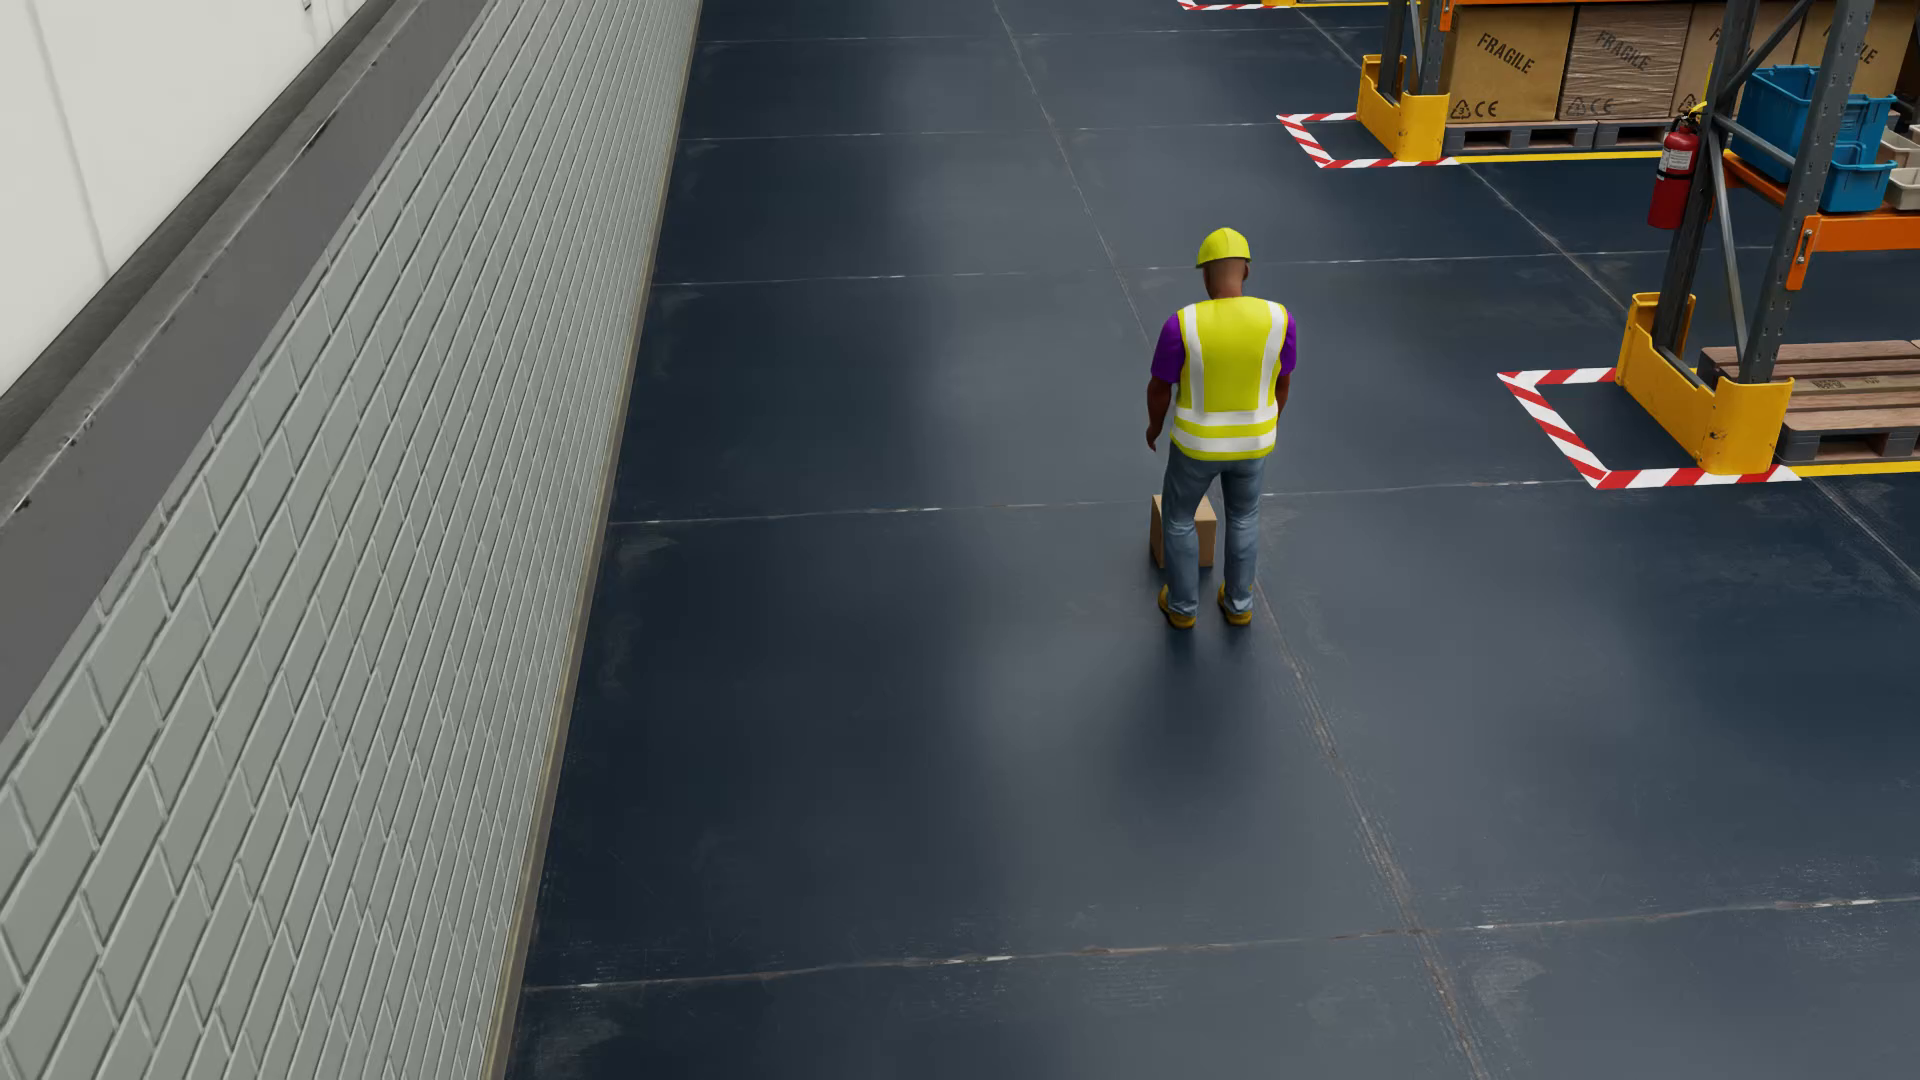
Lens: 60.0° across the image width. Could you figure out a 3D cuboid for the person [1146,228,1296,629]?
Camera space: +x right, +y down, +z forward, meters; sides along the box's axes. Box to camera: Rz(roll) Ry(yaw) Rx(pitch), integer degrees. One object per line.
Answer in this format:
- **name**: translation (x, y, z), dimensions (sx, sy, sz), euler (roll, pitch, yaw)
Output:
- **person**: translation (1.051, -0.434, 6.876), dimensions (0.588, 1.725, 0.438), euler (-2, 31, -3)
